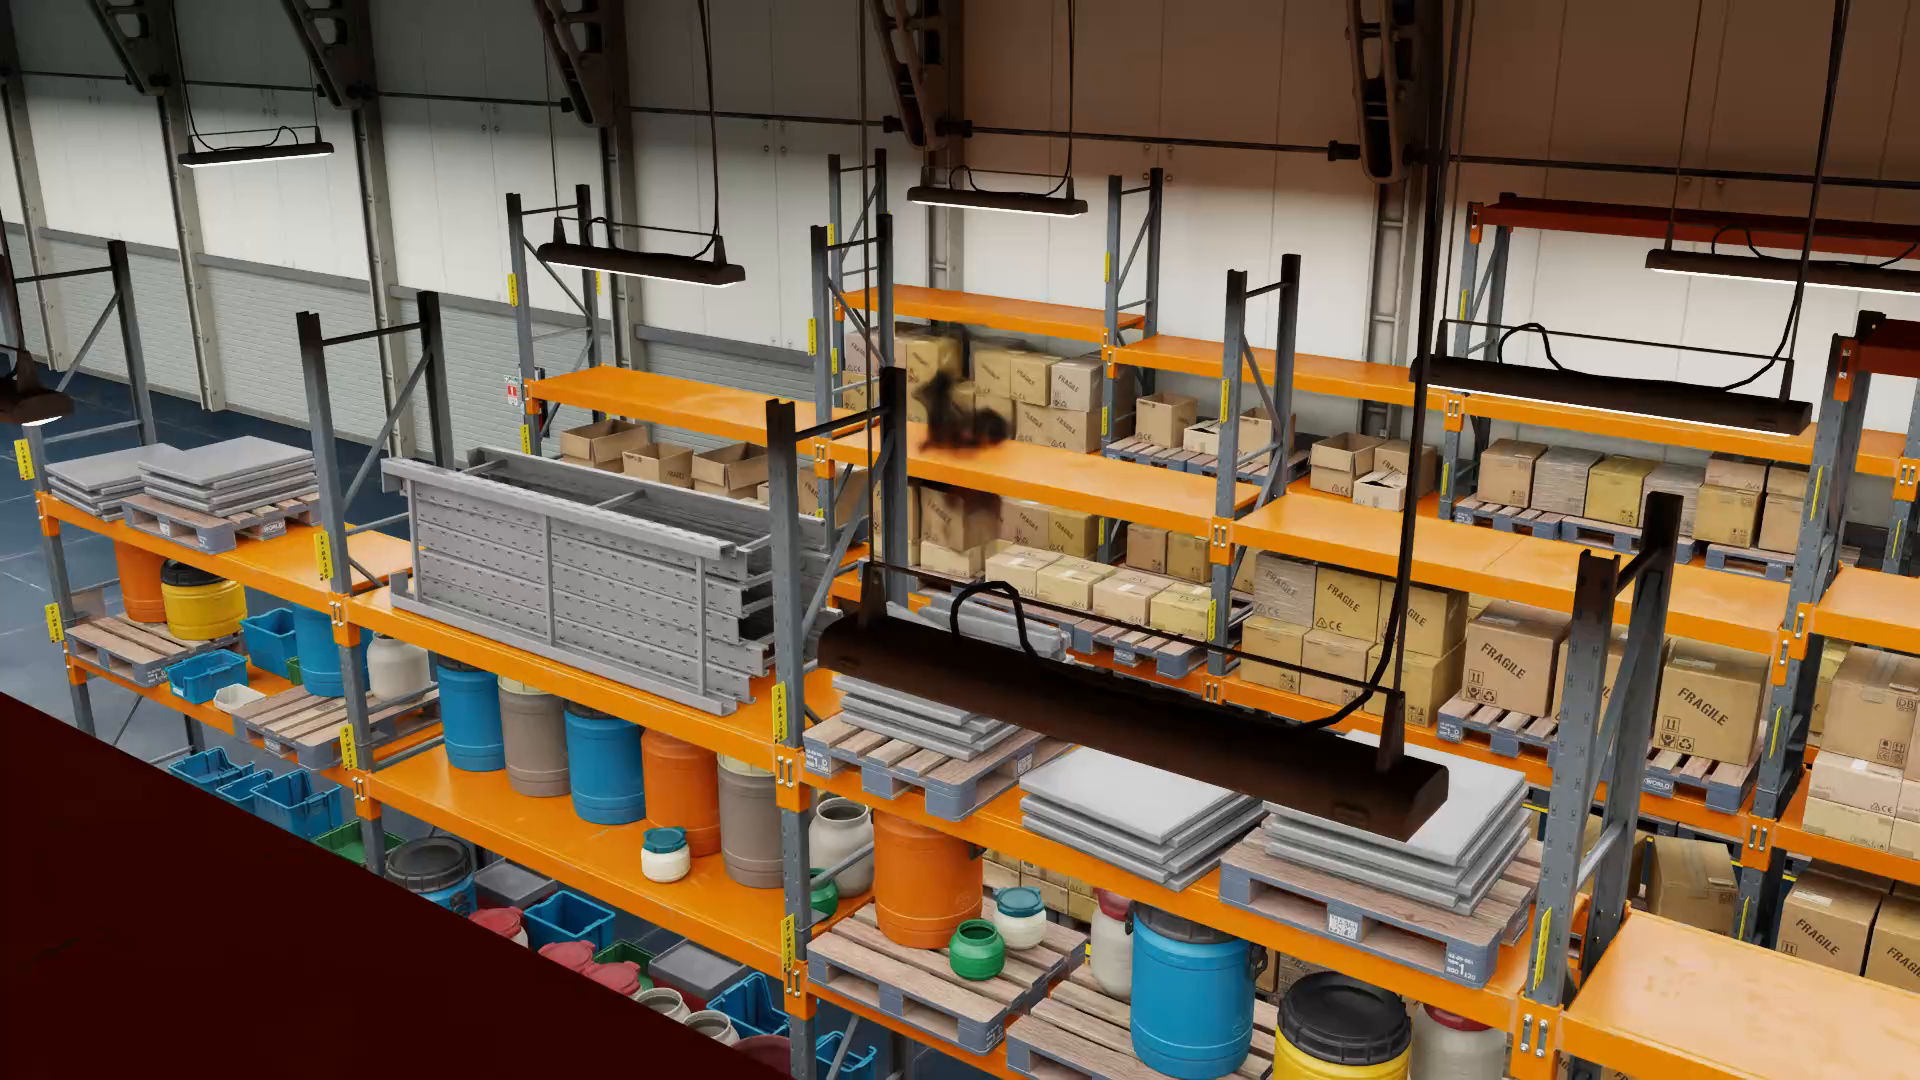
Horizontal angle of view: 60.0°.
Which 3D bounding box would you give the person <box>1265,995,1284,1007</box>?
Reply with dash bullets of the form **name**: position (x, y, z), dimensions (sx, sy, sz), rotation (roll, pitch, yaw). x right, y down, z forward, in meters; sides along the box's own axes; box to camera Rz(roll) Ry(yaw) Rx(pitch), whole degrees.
- **person**: position (2.090, 3.785, 11.302), dimensions (0.586, 1.558, 0.508), rotation (10, 21, 28)
